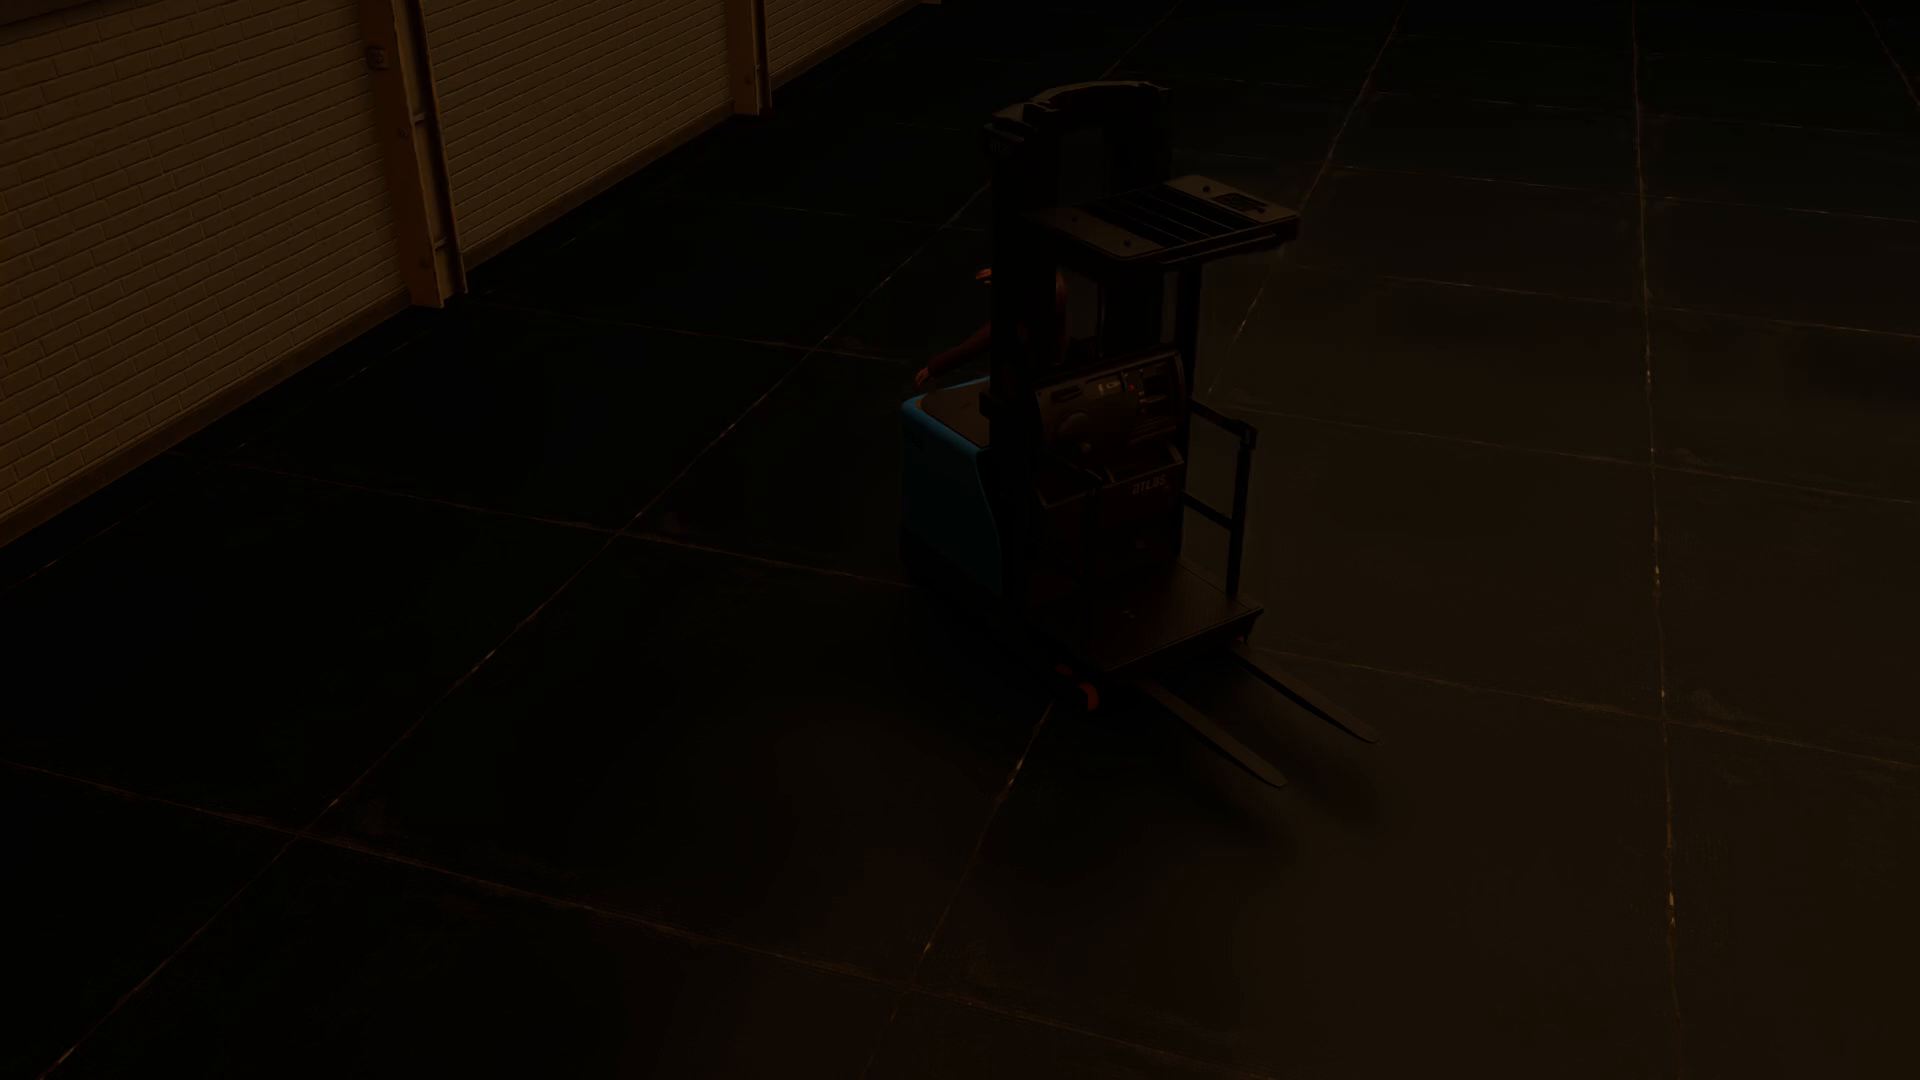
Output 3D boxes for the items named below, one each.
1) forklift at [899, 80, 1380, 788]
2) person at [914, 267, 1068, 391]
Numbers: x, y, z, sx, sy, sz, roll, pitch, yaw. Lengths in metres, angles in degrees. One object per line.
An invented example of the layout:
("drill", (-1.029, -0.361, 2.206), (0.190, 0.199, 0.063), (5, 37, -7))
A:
("forklift", (0.892, -0.653, 8.282), (1.130, 2.935, 3.031), (-19, 35, -29))
("person", (0.247, -1.108, 10.564), (0.958, 1.475, 1.053), (5, 30, 8))
